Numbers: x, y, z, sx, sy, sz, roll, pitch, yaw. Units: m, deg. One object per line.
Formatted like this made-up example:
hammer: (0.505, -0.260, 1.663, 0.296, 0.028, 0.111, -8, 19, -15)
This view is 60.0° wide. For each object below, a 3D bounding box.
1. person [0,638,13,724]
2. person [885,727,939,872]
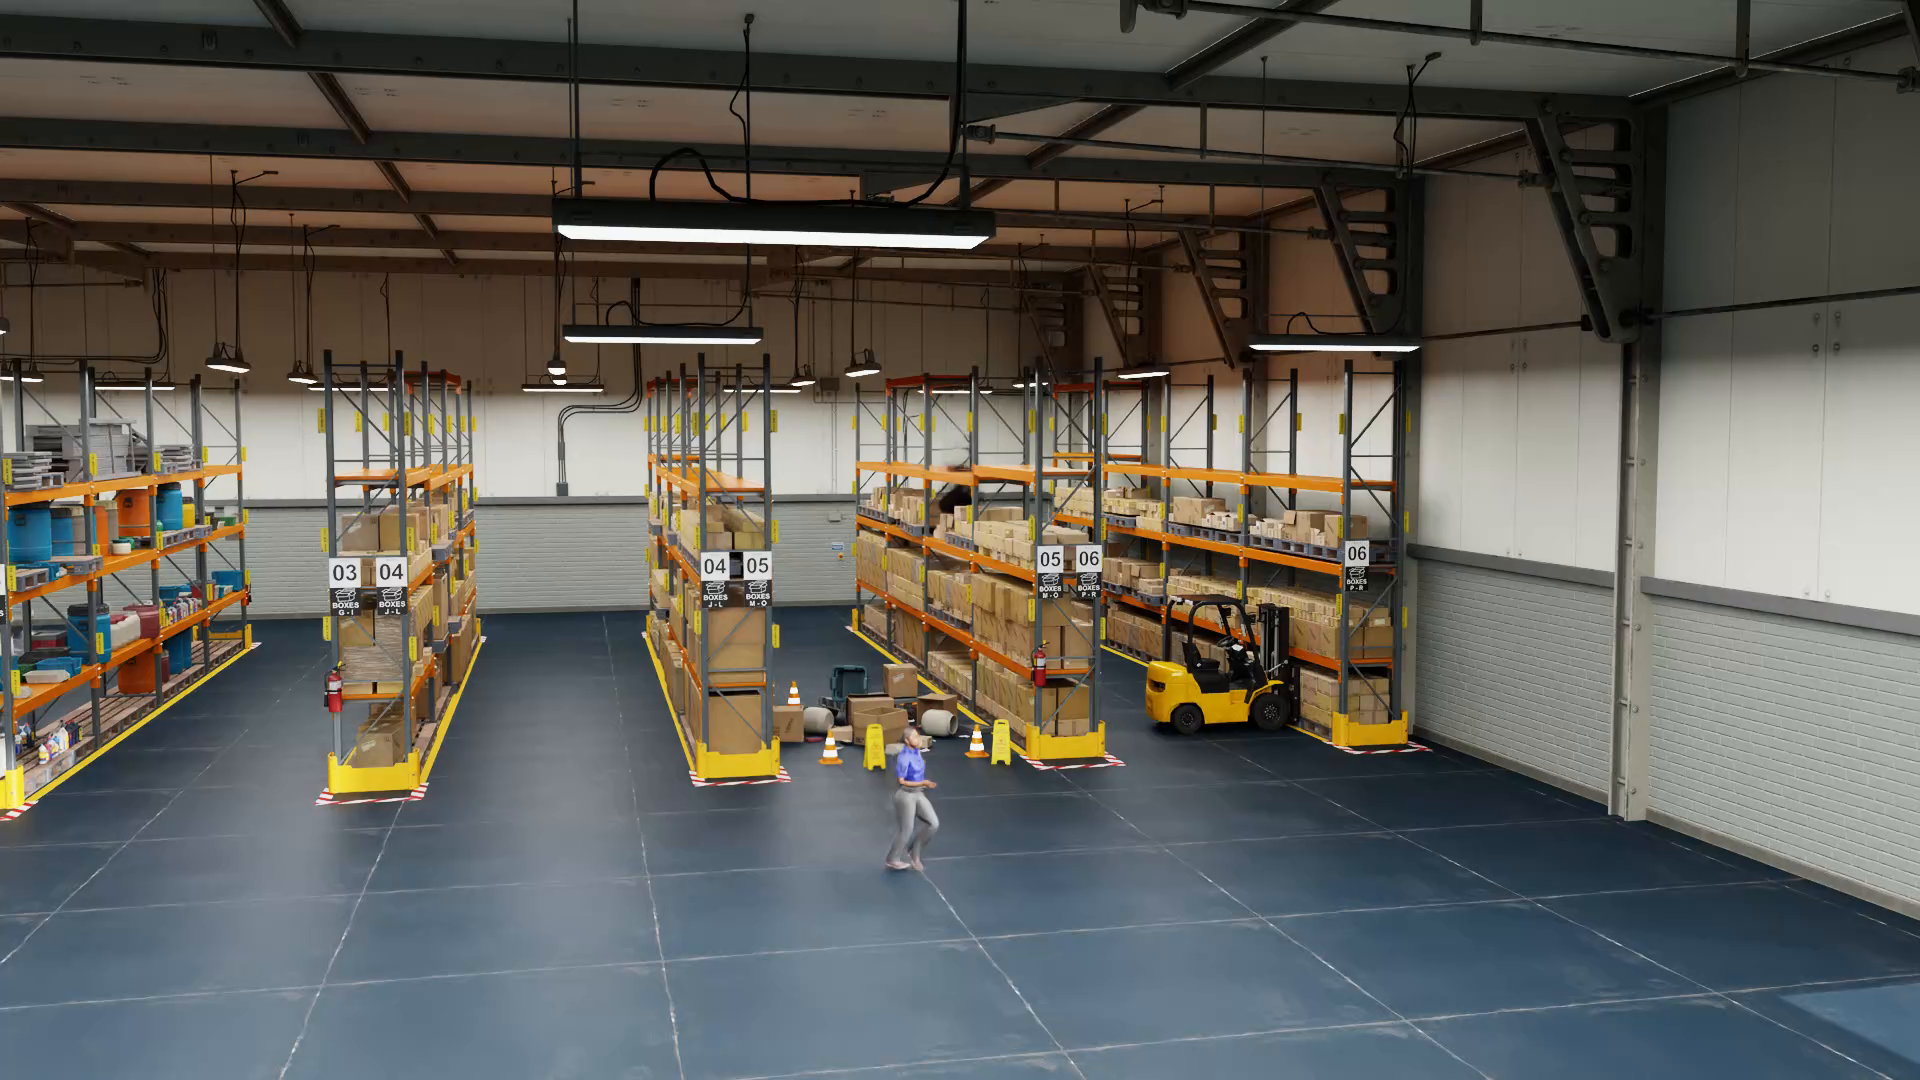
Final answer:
person: (-15.799, 2.210, 27.121, 0.688, 1.788, 0.919, -1, 4, -13)
person: (-0.523, 2.900, 18.518, 0.681, 1.662, 0.548, 2, 4, 26)
